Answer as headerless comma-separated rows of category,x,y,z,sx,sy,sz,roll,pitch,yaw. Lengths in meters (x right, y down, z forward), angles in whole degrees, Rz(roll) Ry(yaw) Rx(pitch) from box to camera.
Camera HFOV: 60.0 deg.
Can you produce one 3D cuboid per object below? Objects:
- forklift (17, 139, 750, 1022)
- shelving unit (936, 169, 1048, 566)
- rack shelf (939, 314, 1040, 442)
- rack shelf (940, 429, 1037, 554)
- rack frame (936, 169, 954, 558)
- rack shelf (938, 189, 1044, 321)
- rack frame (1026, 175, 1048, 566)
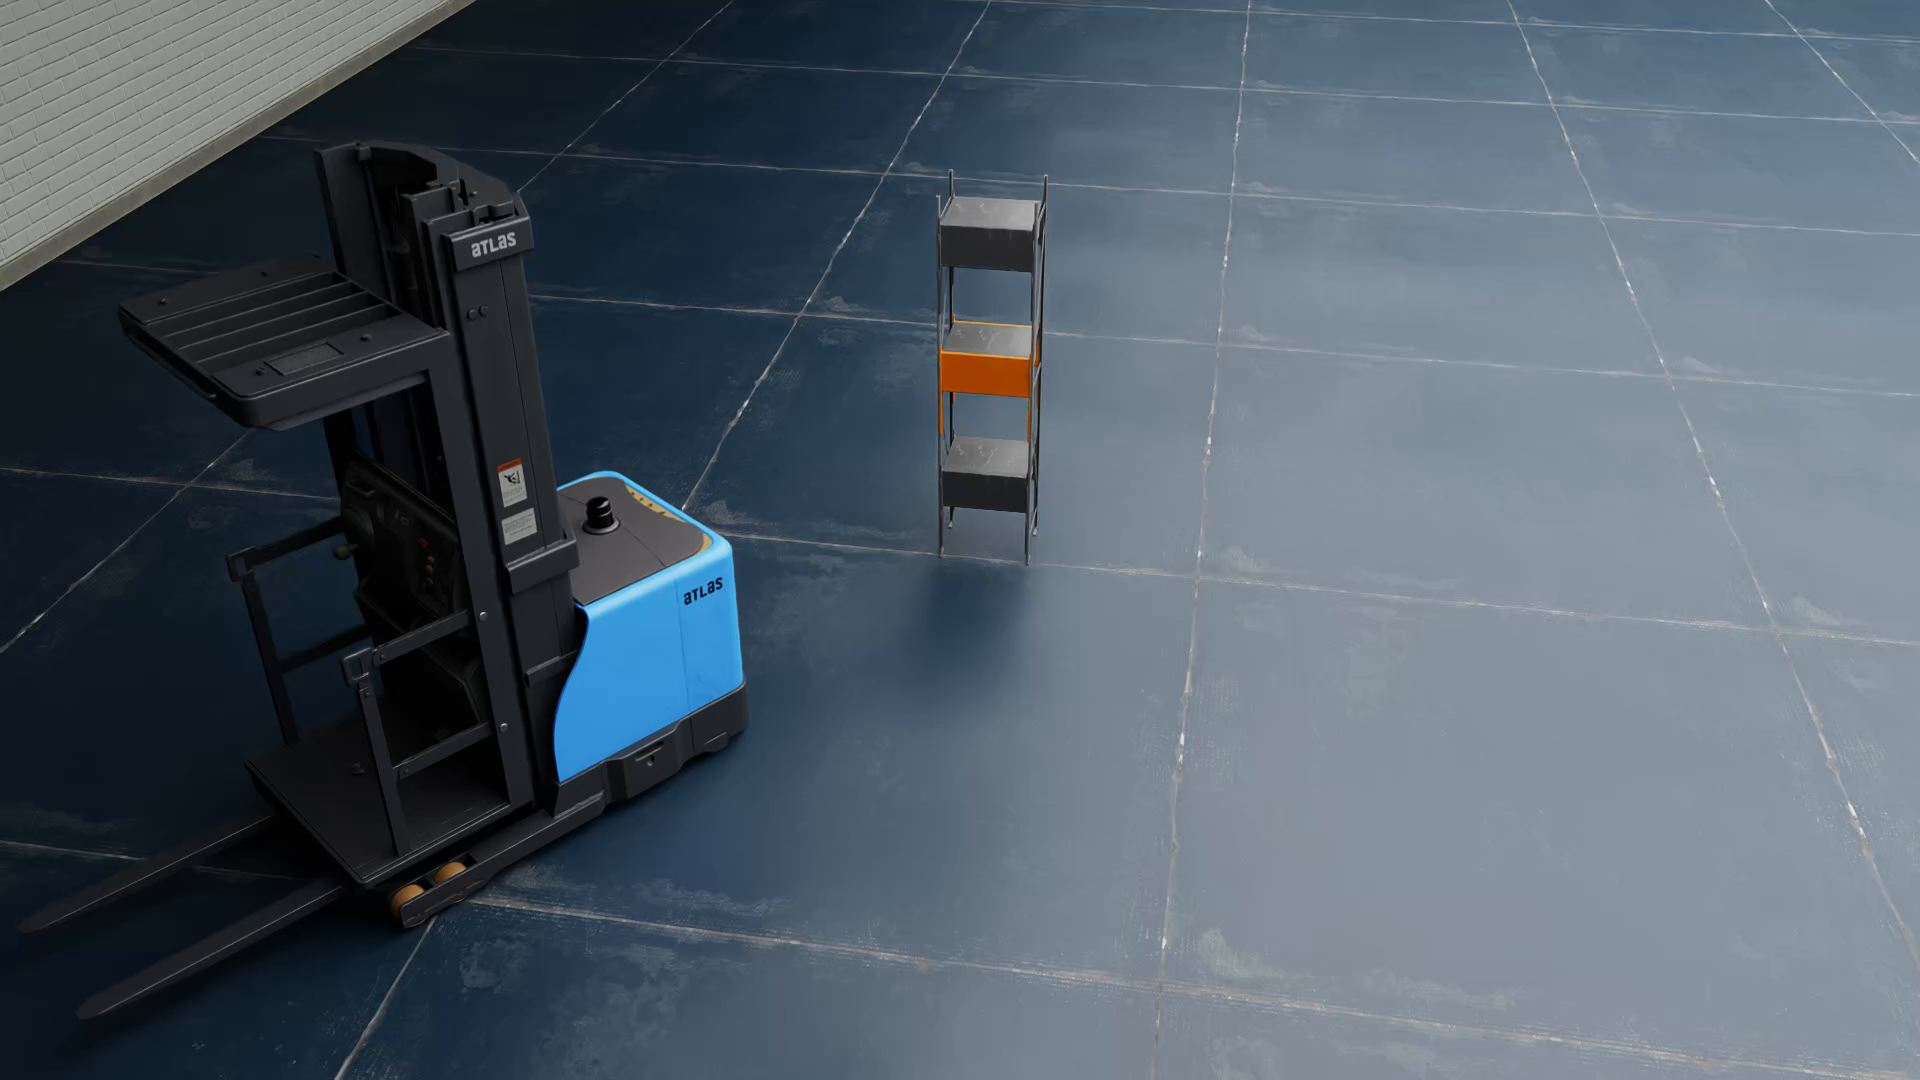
forklift,-2.407,0.042,6.595,3.031,2.935,1.130,-27,41,-36
shelving unit,0.163,-0.875,8.843,0.503,2.100,0.431,5,32,8
rack shelf,0.163,-0.864,8.850,0.480,0.518,0.431,5,32,8
rack shelf,0.163,-0.270,9.222,0.480,0.518,0.431,5,32,8
rack frame,-0.077,-0.897,8.878,0.015,2.100,0.400,5,32,8
rack shelf,0.163,-1.457,8.479,0.480,0.518,0.431,5,32,8
rack frame,0.404,-0.853,8.808,0.015,2.100,0.400,5,32,8
